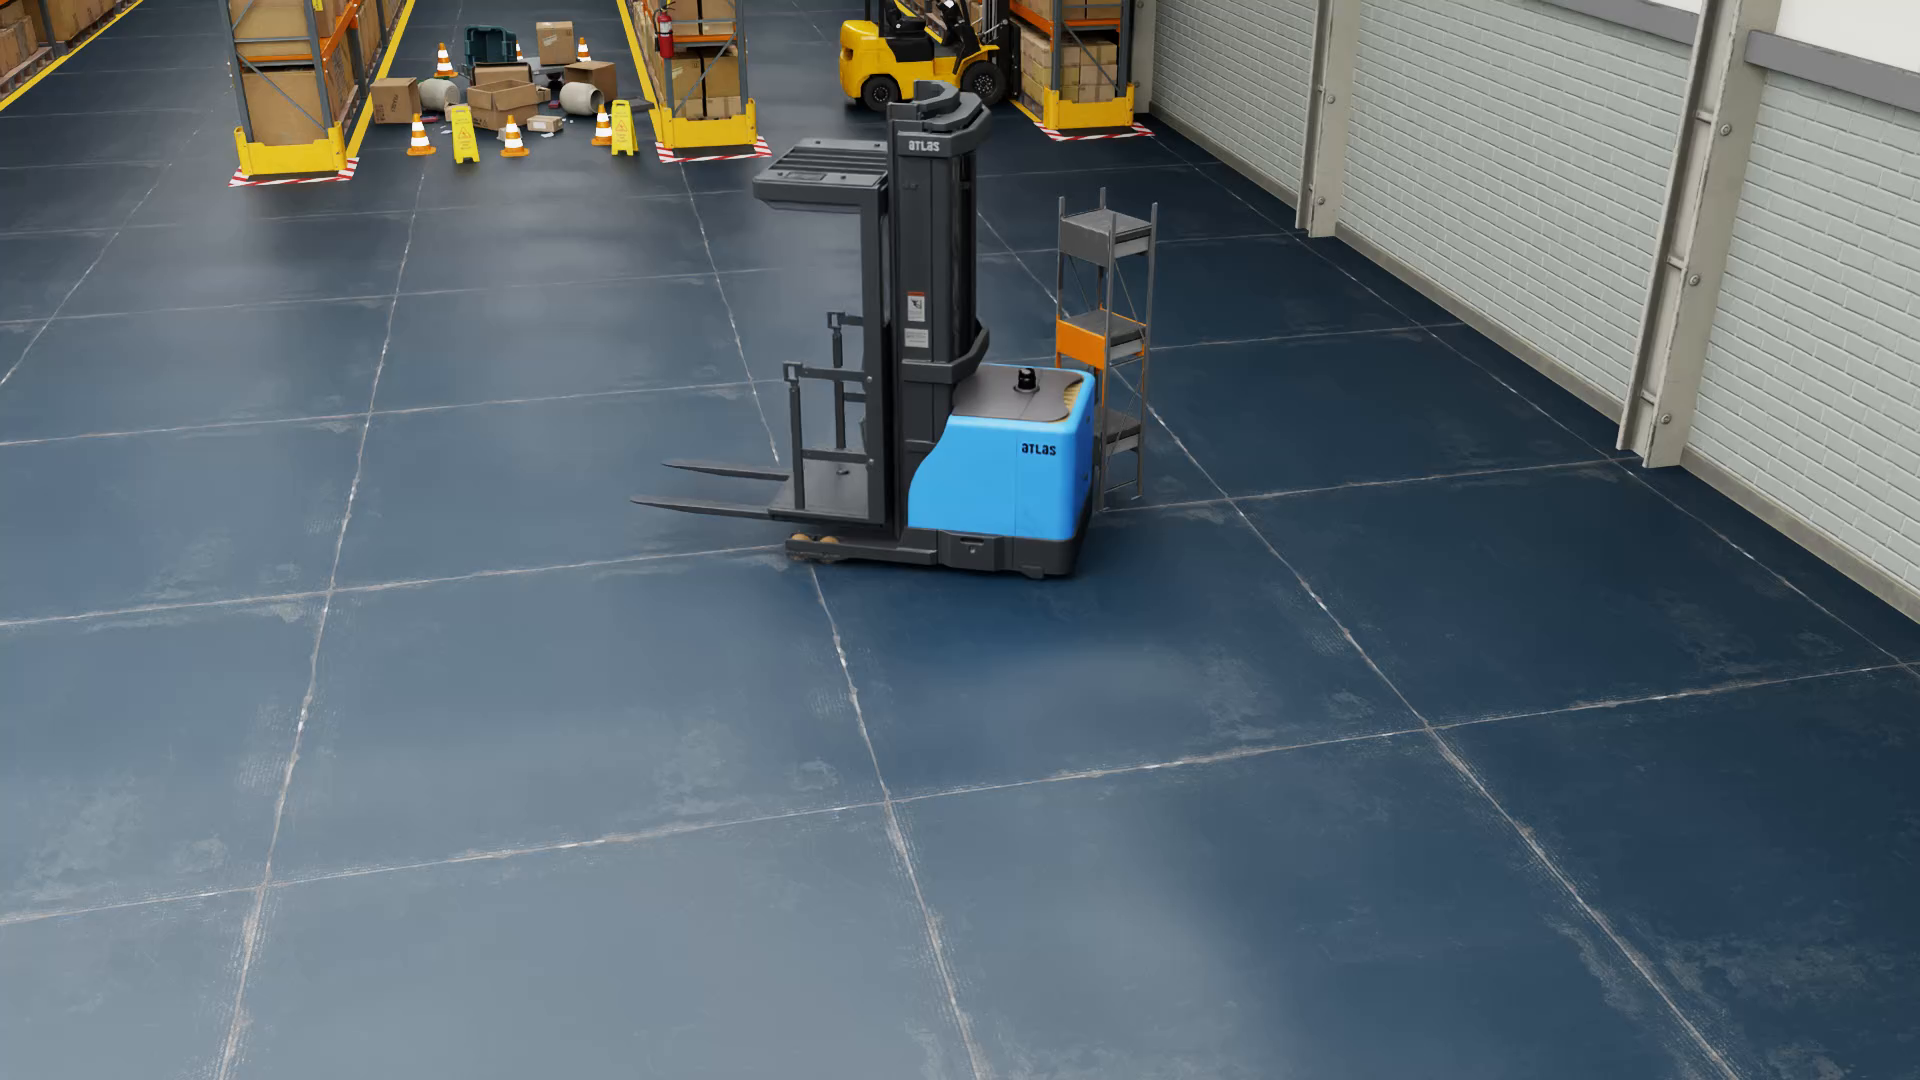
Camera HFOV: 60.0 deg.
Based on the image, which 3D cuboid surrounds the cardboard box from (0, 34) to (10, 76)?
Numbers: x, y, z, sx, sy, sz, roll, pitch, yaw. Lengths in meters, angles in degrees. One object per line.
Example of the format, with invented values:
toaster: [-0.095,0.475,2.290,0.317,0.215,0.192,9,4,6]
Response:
cardboard box: [-14.038,-6.889,23.703,0.700,0.500,0.500,-8,28,-16]

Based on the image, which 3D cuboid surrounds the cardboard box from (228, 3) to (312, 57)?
cardboard box: [-8.076,-6.009,19.506,0.875,0.550,0.550,-6,27,-12]

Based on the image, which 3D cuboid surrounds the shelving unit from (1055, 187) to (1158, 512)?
shelving unit: [0.964,-1.272,11.286,0.431,2.100,0.503,-20,33,-34]

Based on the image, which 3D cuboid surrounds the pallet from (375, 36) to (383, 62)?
pallet: [-9.647,-7.697,26.112,1.003,0.211,1.213,-6,27,-12]

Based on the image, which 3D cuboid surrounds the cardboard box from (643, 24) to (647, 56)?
cardboard box: [-4.336,-7.646,25.367,0.950,0.372,0.625,-4,27,-8]

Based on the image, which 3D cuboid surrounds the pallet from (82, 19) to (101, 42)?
pallet: [-14.982,-8.480,27.663,1.003,0.211,1.213,-6,27,-12]

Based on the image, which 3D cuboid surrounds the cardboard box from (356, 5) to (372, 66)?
cardboard box: [-9.291,-7.410,24.479,1.050,0.750,0.750,-6,27,-12]

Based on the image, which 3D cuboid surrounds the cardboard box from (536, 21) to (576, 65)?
cardboard box: [-5.777,-7.115,23.797,0.500,0.500,0.500,-6,27,-12]

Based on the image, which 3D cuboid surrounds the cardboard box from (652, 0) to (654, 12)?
cardboard box: [-3.648,-6.939,21.073,0.500,0.500,0.500,-6,27,-11]

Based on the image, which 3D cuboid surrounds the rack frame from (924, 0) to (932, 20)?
rack frame: [-0.116,-10.348,28.270,1.000,3.000,0.127,-6,27,-12]

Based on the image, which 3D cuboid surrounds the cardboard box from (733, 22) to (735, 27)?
cardboard box: [-3.075,-6.623,21.167,0.380,0.149,0.250,-7,28,-13]

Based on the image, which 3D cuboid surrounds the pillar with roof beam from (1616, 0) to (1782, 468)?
pillar with roof beam: [0.918,-4.207,9.444,9.100,9.000,0.400,-6,27,-12]

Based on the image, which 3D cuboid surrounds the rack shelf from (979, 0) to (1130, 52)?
rack shelf: [1.236,-7.393,23.213,1.077,0.370,4.000,-6,27,-12]

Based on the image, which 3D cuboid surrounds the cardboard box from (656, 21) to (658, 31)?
cardboard box: [-3.606,-6.461,20.847,0.380,0.149,0.250,-6,27,-12]

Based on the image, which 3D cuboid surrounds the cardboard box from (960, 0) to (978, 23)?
cardboard box: [0.489,-8.289,26.359,0.875,0.625,0.625,-6,27,-12]

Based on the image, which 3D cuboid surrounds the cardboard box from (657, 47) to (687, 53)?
cardboard box: [-3.731,-6.395,21.470,0.380,0.149,0.250,-5,27,-10]

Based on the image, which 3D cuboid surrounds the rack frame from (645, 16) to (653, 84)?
rack frame: [-4.050,-8.087,23.789,1.000,3.000,0.127,-6,27,-12]

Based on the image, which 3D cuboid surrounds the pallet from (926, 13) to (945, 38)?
pallet: [0.031,-8.738,28.174,1.003,0.211,1.213,-6,27,-12]

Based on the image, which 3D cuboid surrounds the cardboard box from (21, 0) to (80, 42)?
cardboard box: [-14.742,-8.380,26.263,1.225,0.875,0.875,-7,28,-14]

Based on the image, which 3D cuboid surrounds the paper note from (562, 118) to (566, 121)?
paper note: [-5.346,-5.601,22.172,0.148,0.019,0.142,3,27,6]

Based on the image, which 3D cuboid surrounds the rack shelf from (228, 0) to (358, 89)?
rack shelf: [-8.399,-6.340,21.128,1.077,0.370,4.000,-6,27,-12]

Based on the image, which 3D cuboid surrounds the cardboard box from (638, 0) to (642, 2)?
cardboard box: [-5.026,-9.393,28.270,0.875,0.875,0.875,-6,27,-12]

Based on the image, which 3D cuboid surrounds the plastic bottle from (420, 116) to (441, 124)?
plastic bottle: [-7.058,-5.582,22.088,0.283,0.061,0.133,-16,31,-29]

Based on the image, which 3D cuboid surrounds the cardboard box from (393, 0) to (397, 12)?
cardboard box: [-10.014,-9.373,28.646,0.500,0.500,0.500,-7,28,-13]

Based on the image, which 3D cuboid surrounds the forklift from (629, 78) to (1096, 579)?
forklift: [-0.669,-1.385,10.588,3.031,2.935,1.130,5,27,10]

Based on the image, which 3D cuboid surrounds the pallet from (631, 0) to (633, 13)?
pallet: [-5.327,-9.486,29.656,1.003,0.211,1.213,-6,27,-12]

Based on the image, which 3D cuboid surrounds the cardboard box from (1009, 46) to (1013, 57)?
cardboard box: [0.924,-6.867,23.404,0.500,0.250,0.500,-6,27,-12]

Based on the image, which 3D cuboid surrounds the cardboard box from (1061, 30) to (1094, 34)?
cardboard box: [1.544,-6.912,22.939,0.500,0.250,0.500,-6,27,-12]

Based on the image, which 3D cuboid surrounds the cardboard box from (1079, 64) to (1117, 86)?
cardboard box: [1.783,-6.247,22.175,0.500,0.250,0.500,-5,27,-11]

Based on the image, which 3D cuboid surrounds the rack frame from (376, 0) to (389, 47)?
rack frame: [-9.751,-9.296,26.184,1.000,3.000,0.127,-6,27,-12]

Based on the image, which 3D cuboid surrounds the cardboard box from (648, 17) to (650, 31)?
cardboard box: [-4.093,-7.098,22.864,0.380,0.149,0.250,-5,27,-10]

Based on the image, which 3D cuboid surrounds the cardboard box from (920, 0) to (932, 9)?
cardboard box: [-0.421,-9.584,29.063,0.500,0.500,0.500,-5,27,-10]

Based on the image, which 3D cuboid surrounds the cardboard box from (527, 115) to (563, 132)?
cardboard box: [-5.412,-5.428,21.685,0.380,0.149,0.250,8,28,15]

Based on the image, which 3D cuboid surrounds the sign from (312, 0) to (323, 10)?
sign: [-7.406,-6.259,19.120,0.100,0.325,0.005,-6,27,-12]

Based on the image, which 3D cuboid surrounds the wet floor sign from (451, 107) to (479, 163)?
wet floor sign: [-6.013,-4.921,20.130,0.267,0.644,0.232,-11,29,-20]

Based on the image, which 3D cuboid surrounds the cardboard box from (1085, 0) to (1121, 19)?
cardboard box: [1.846,-7.127,21.776,0.500,0.500,0.500,-5,27,-10]

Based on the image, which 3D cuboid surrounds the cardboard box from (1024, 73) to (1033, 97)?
cardboard box: [1.170,-6.190,22.616,0.500,0.250,0.500,-6,27,-12]

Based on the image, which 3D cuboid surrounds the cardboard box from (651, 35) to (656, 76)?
cardboard box: [-3.933,-6.633,22.663,0.500,0.500,0.500,-5,27,-9]

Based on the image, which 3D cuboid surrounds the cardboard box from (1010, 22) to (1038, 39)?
cardboard box: [0.928,-7.080,23.271,0.500,0.250,0.500,-7,28,-13]

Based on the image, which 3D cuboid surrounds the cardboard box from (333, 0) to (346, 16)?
cardboard box: [-8.609,-7.207,21.879,0.875,0.550,0.550,-6,27,-12]

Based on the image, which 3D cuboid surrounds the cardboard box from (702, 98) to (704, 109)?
cardboard box: [-3.169,-5.898,22.038,0.500,0.250,0.500,-5,27,-10]

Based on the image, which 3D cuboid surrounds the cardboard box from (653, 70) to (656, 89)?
cardboard box: [-3.927,-6.294,22.824,0.500,0.250,0.500,-6,27,-12]

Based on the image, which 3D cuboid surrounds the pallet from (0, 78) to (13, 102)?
pallet: [-13.882,-6.177,23.100,1.003,0.211,1.213,-6,27,-12]

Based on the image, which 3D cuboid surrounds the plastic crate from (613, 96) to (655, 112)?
plastic crate: [-4.495,-6.011,22.916,0.402,0.080,0.583,-16,31,-29]

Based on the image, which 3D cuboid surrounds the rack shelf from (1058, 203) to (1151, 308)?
rack shelf: [0.964,-1.885,10.977,0.431,0.518,0.480,-20,33,-34]

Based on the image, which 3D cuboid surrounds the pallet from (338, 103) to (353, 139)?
pallet: [-8.476,-5.416,21.593,1.003,0.211,1.213,-6,27,-12]

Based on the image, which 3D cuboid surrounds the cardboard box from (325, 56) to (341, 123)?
cardboard box: [-8.366,-5.700,20.952,0.875,0.875,0.875,-6,27,-12]

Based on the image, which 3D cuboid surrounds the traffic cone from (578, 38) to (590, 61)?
traffic cone: [-5.693,-7.356,25.157,0.336,0.463,0.334,-6,27,-12]

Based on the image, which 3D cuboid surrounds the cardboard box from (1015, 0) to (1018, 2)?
cardboard box: [0.972,-7.744,22.998,0.500,0.500,0.500,-6,27,-11]

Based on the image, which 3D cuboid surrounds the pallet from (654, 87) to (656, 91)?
pallet: [-3.864,-6.551,23.840,1.003,0.211,1.213,-6,27,-12]
